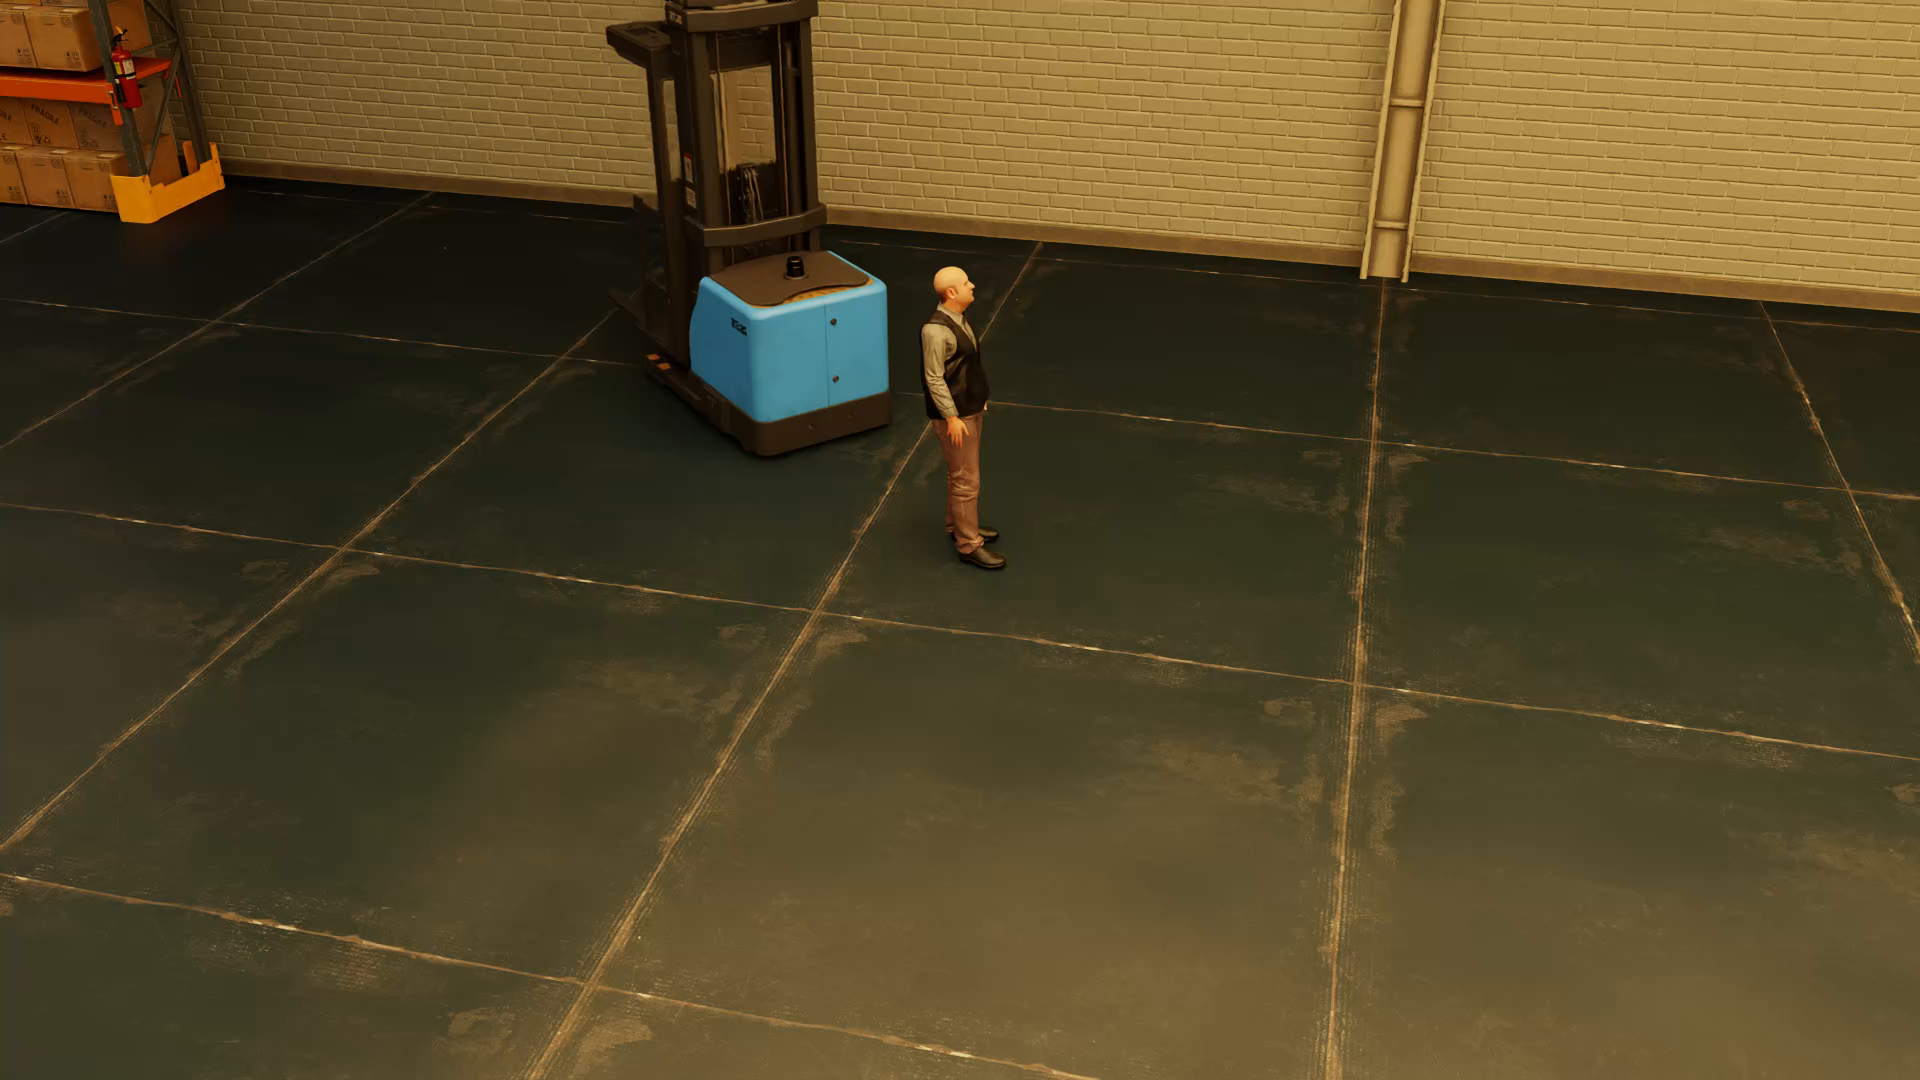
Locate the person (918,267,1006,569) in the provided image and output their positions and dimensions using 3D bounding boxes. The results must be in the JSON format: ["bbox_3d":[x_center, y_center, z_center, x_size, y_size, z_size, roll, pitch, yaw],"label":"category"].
[{"bbox_3d":[0.058,-0.744,9.696,0.568,1.720,0.632,7,30,12],"label":"person"}]

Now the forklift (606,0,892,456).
[{"bbox_3d":[-1.693,-2.514,11.608,1.130,2.935,3.031,-18,34,-28],"label":"forklift"}]
